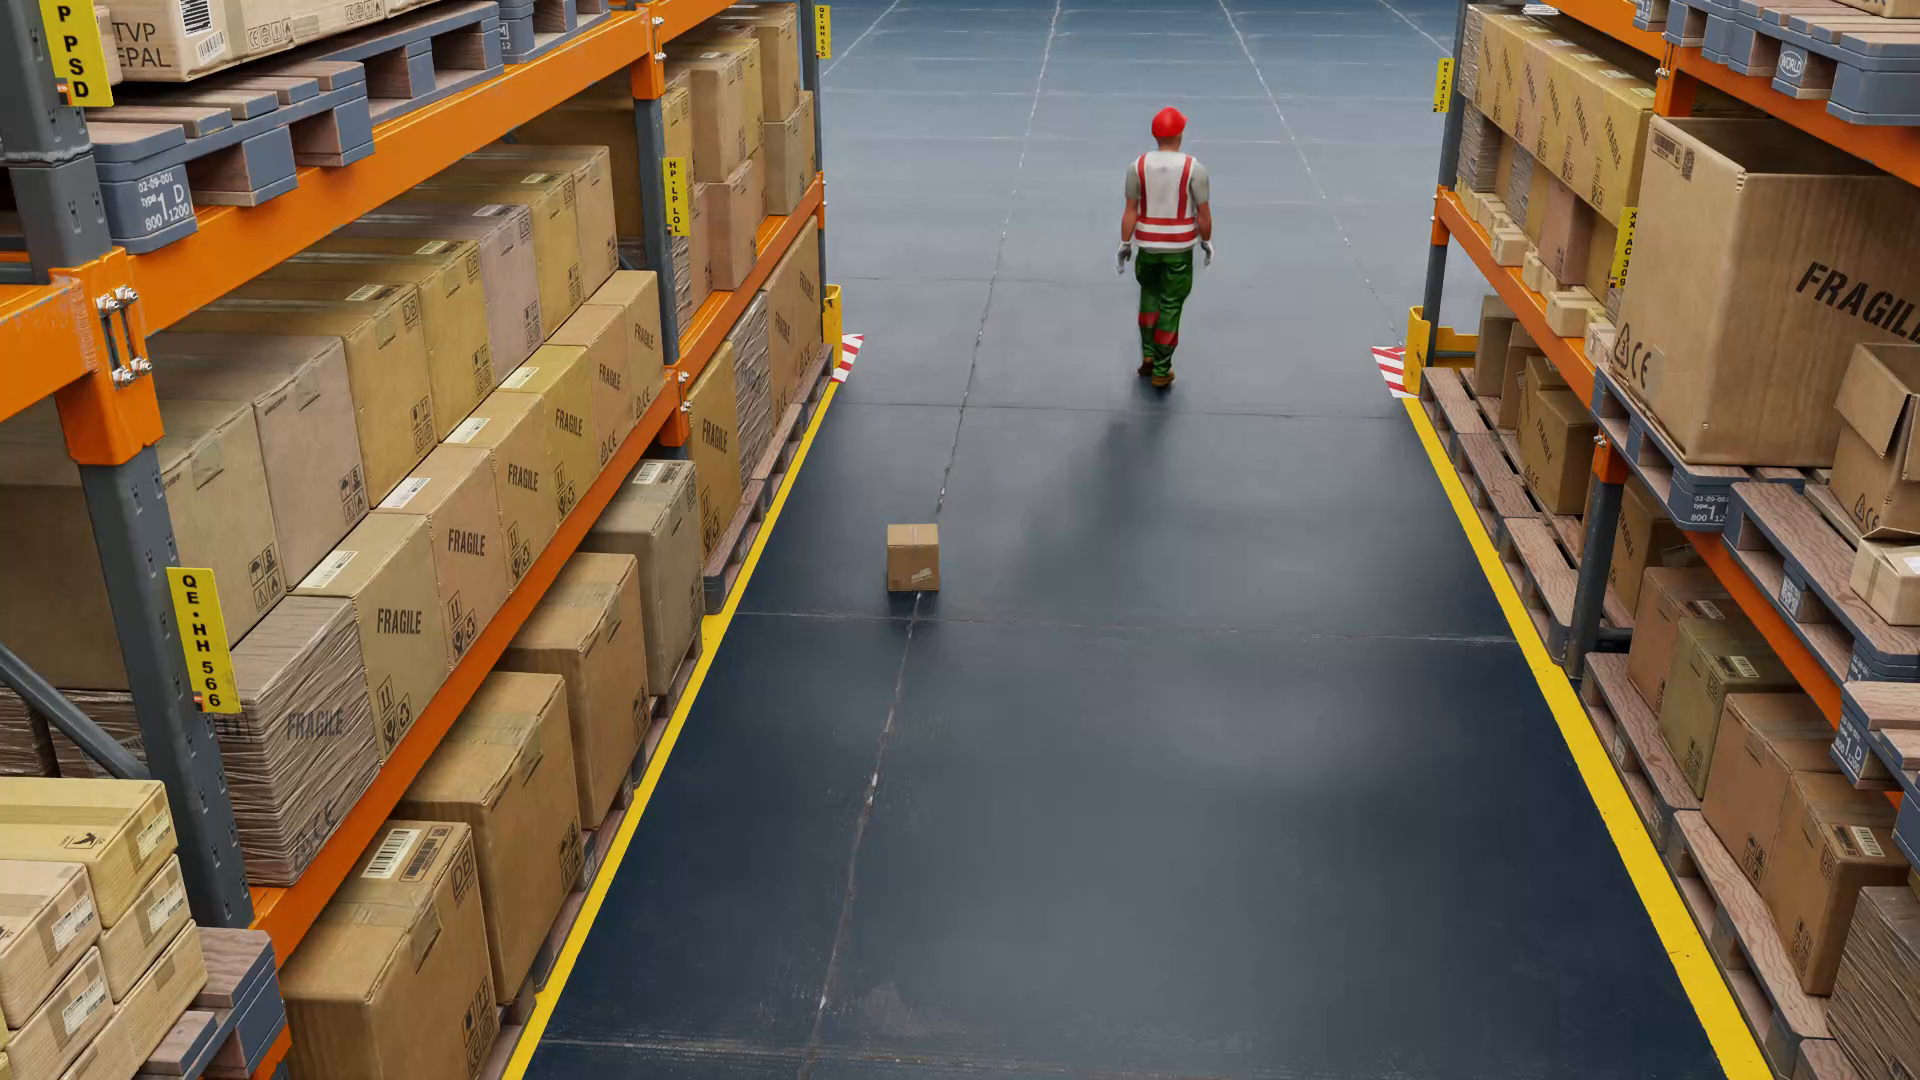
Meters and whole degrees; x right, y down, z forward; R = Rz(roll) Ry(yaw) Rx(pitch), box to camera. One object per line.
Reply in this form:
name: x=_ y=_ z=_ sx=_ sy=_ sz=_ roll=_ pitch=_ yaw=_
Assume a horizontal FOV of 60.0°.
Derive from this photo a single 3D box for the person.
person: x=1.334 y=-1.879 z=10.758 sx=0.592 sy=1.845 sz=0.525 roll=9 pitch=26 yaw=19
